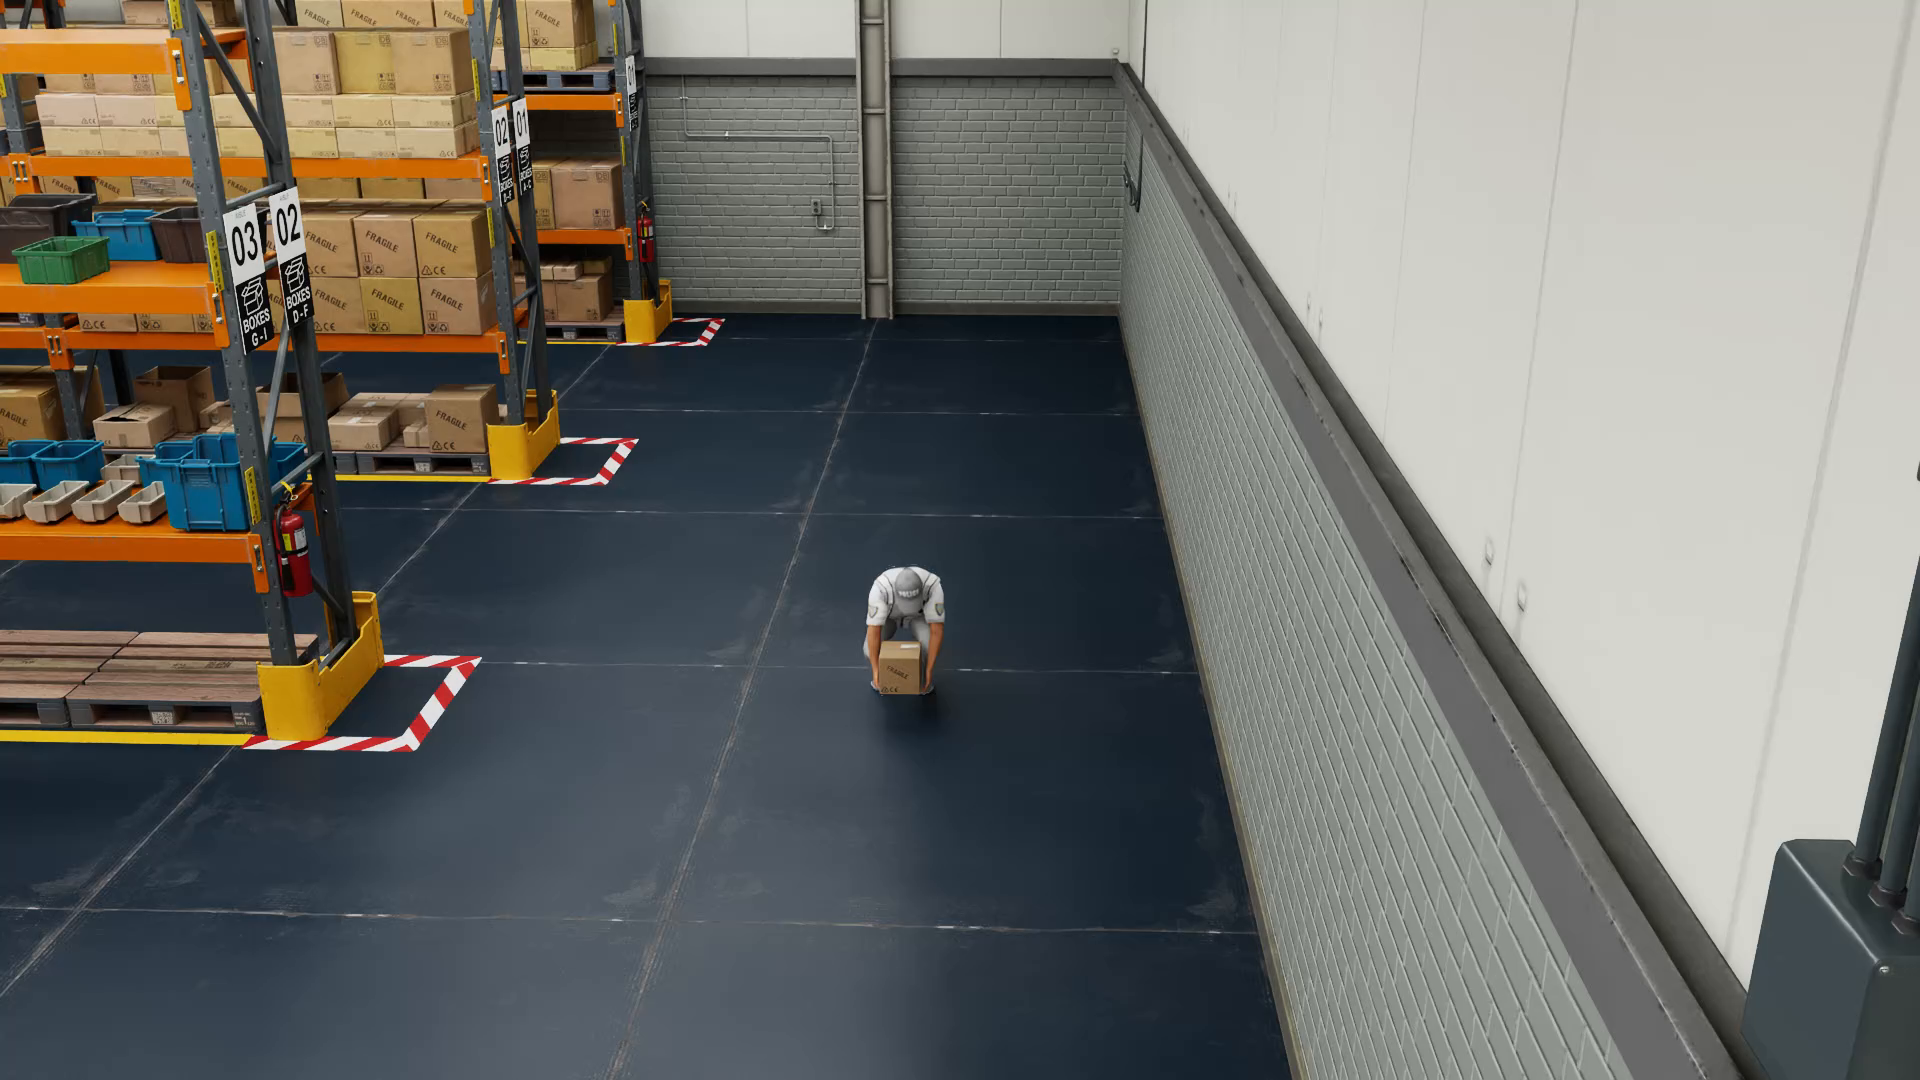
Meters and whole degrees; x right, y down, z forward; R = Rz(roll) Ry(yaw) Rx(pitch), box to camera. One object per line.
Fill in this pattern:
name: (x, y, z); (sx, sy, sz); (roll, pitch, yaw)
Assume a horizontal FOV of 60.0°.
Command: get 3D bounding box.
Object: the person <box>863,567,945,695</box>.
person: (-0.355, 0.530, 10.690); (0.528, 0.960, 0.848); (1, 21, 2)
